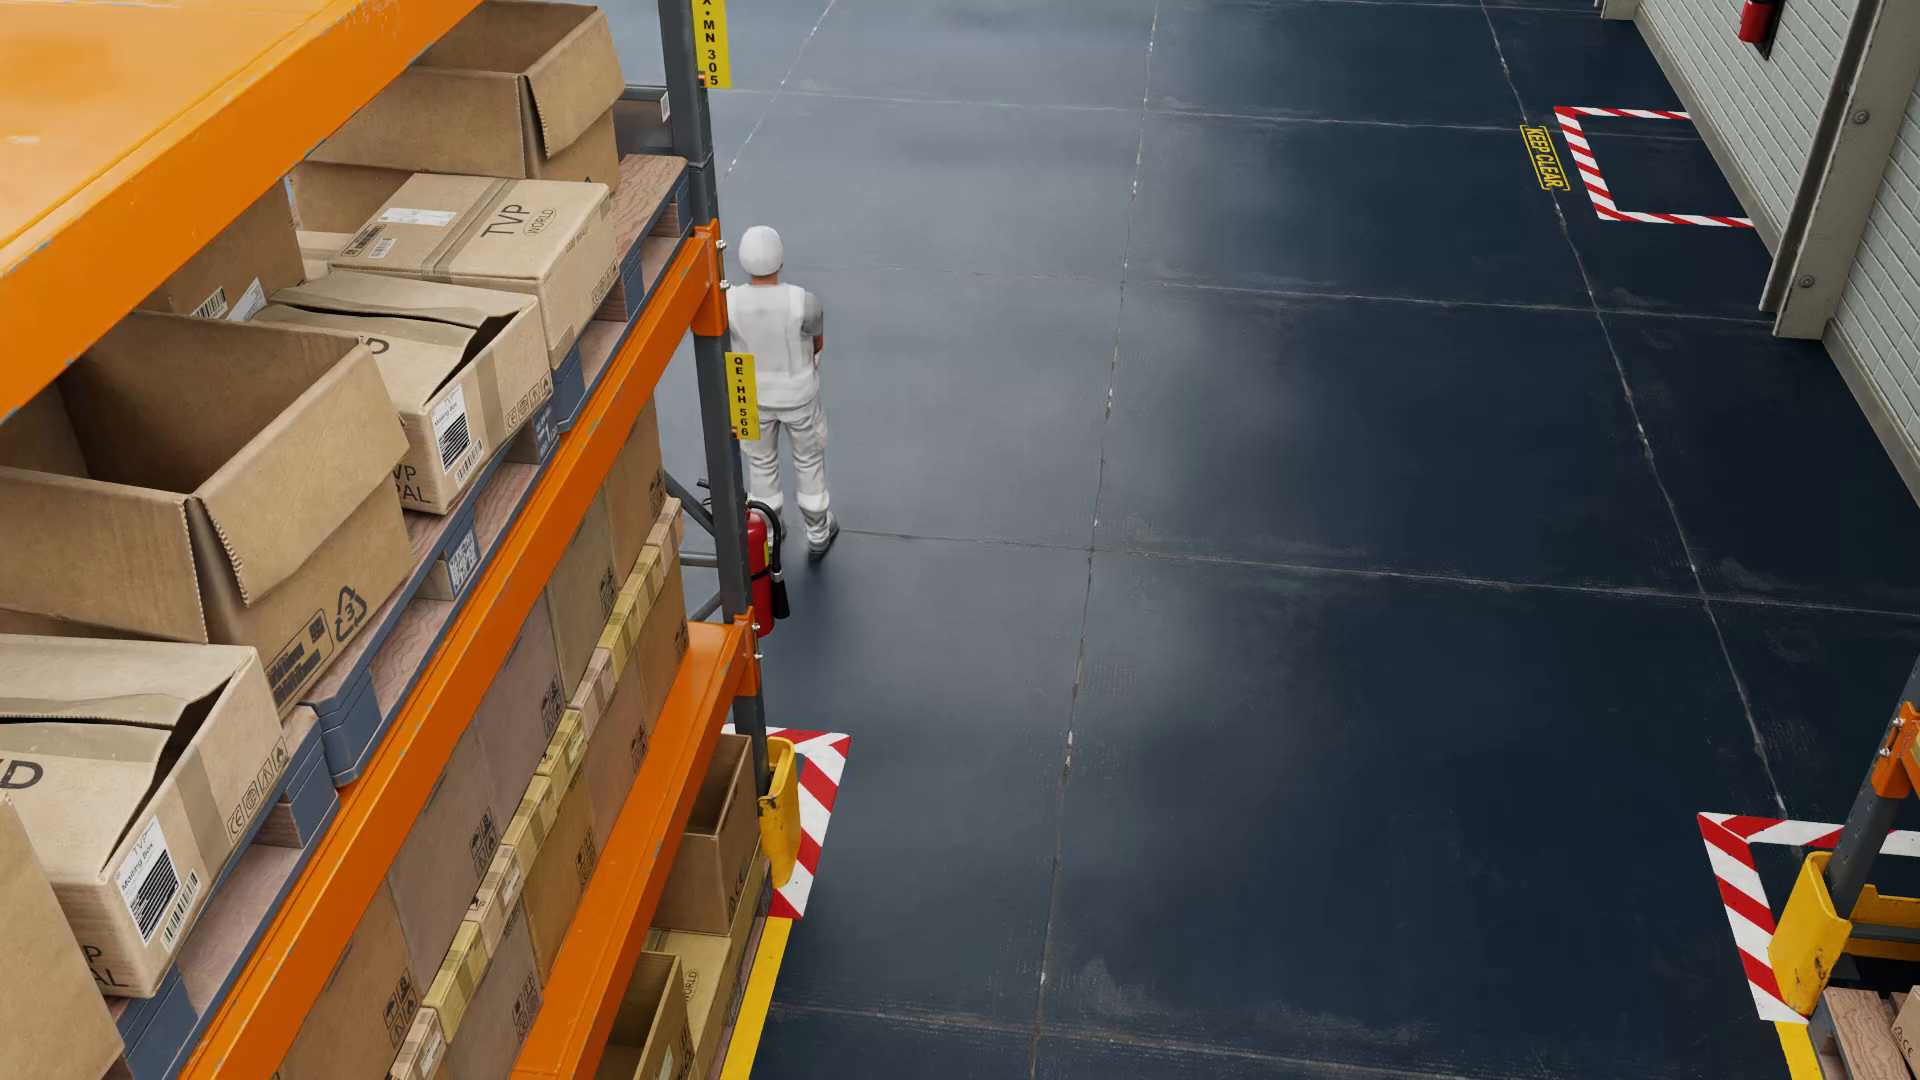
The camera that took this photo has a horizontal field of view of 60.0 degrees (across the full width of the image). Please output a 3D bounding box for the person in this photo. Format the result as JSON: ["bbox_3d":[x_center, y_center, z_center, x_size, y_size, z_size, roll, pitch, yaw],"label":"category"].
[{"bbox_3d":[-0.883,-0.751,8.058,0.514,1.793,0.550,0,36,1],"label":"person"}]
